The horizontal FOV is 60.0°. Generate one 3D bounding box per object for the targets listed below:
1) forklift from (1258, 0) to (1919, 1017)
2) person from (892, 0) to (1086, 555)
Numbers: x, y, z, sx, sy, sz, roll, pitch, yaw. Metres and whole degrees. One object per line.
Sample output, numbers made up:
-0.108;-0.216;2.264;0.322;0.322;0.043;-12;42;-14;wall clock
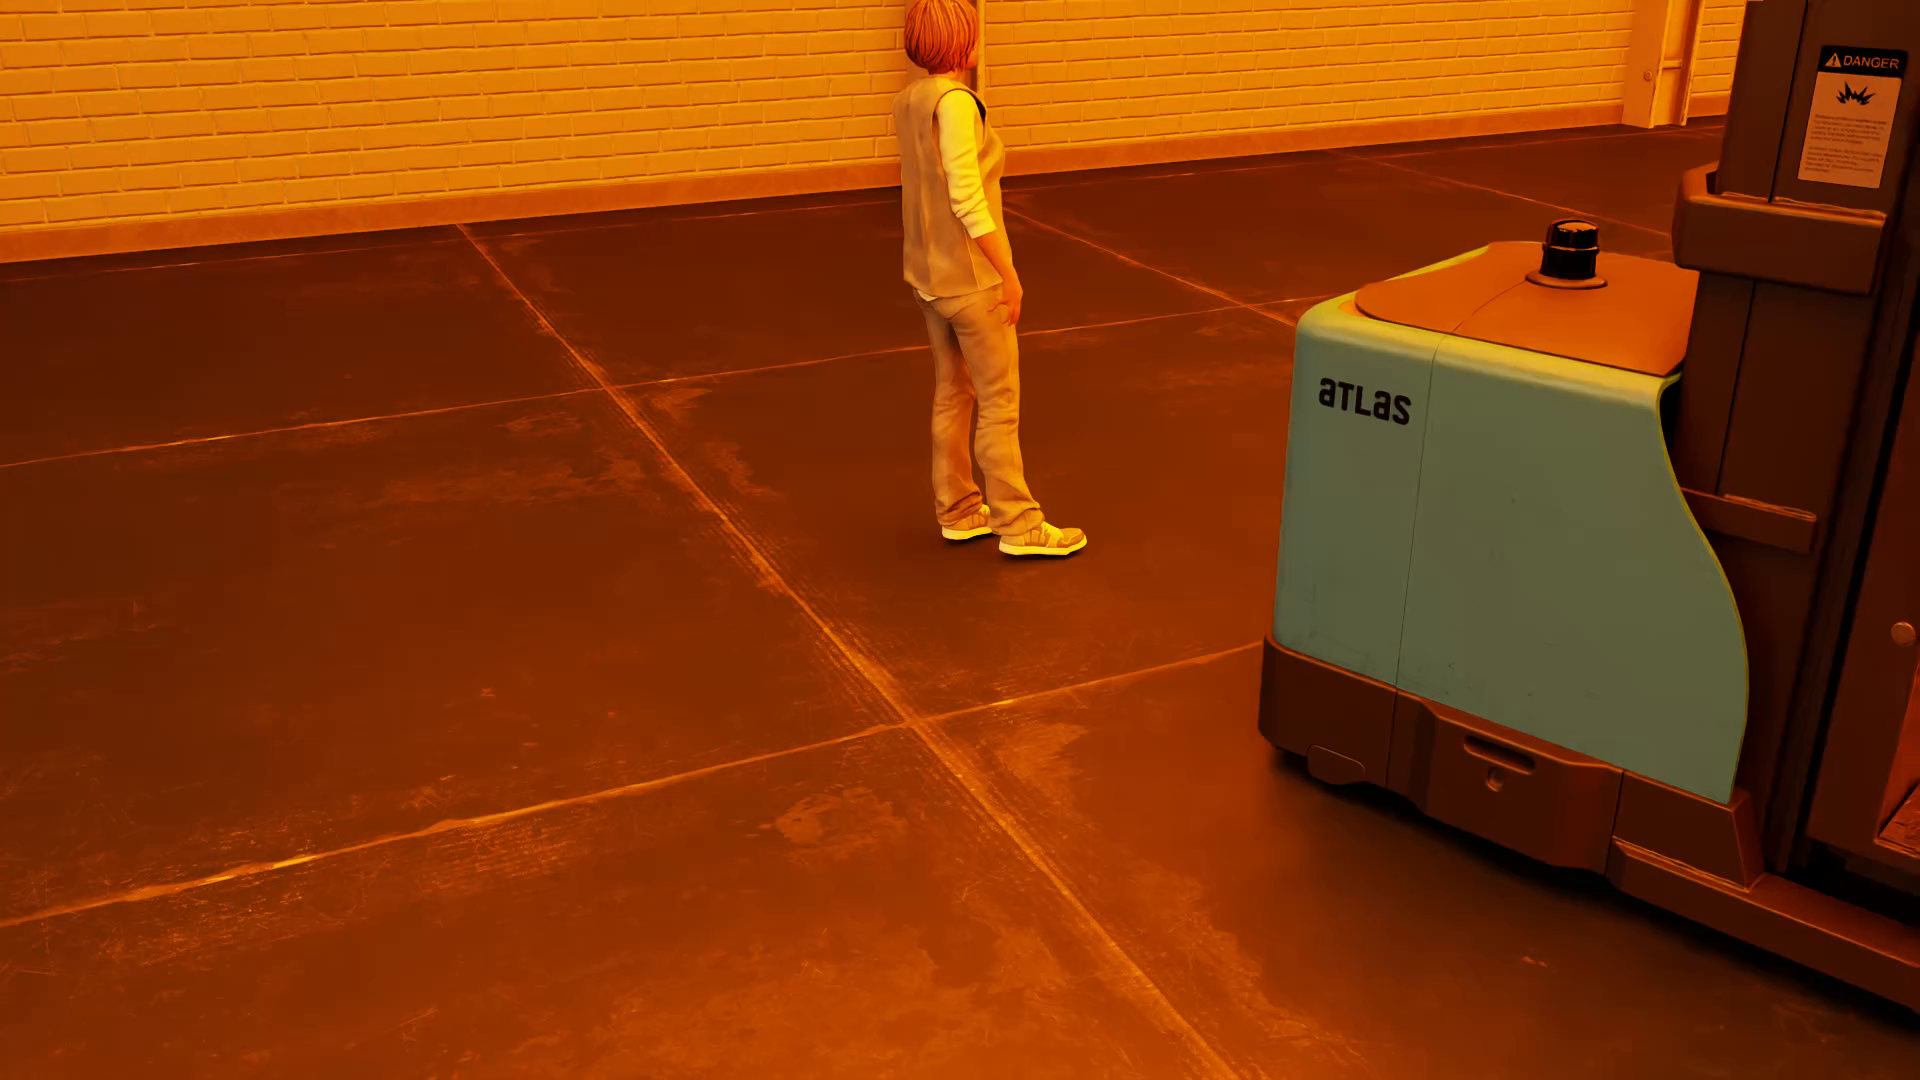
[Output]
2.112;-0.594;2.717;3.031;2.935;1.130;20;30;39;forklift
0.074;-0.745;4.818;0.473;1.585;0.520;-10;25;-23;person
